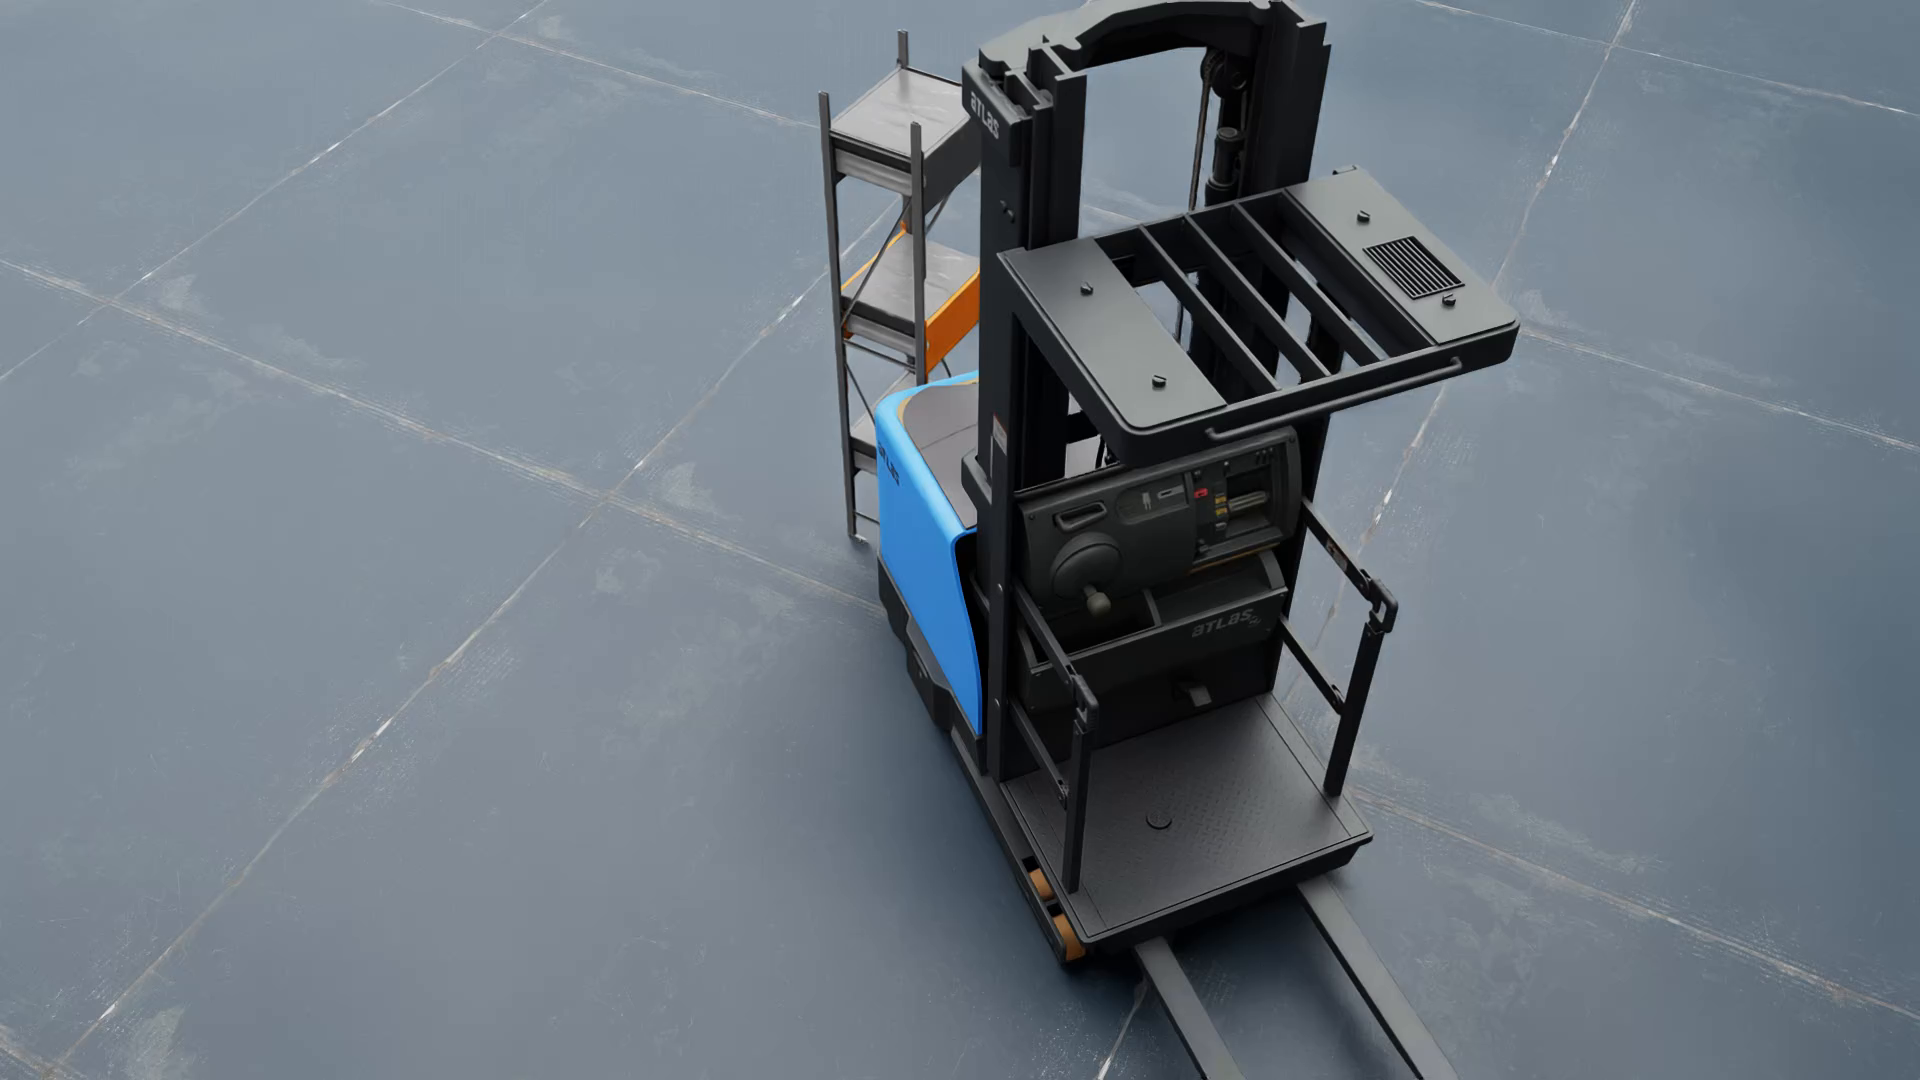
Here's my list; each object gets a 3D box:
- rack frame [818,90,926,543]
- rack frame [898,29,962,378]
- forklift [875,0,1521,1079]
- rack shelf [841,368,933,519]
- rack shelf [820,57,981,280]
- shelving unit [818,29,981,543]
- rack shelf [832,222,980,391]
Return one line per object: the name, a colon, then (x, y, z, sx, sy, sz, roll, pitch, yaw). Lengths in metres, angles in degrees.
rack frame: (-0.300, -0.689, 6.235, 0.400, 2.100, 0.015, 24, 50, 22)
rack frame: (-0.045, -0.985, 6.527, 0.400, 2.100, 0.015, 24, 50, 22)
forklift: (0.710, 0.041, 4.929, 1.130, 2.935, 3.031, -17, 48, -16)
rack shelf: (-0.173, -0.336, 6.889, 0.431, 0.518, 0.480, 24, 50, 22)
rack shelf: (-0.173, -1.320, 5.893, 0.431, 0.518, 0.480, 24, 50, 22)
shelving unit: (-0.173, -0.837, 6.381, 0.431, 2.100, 0.503, 24, 50, 22)
rack shelf: (-0.173, -0.828, 6.391, 0.431, 0.518, 0.480, 24, 50, 22)
